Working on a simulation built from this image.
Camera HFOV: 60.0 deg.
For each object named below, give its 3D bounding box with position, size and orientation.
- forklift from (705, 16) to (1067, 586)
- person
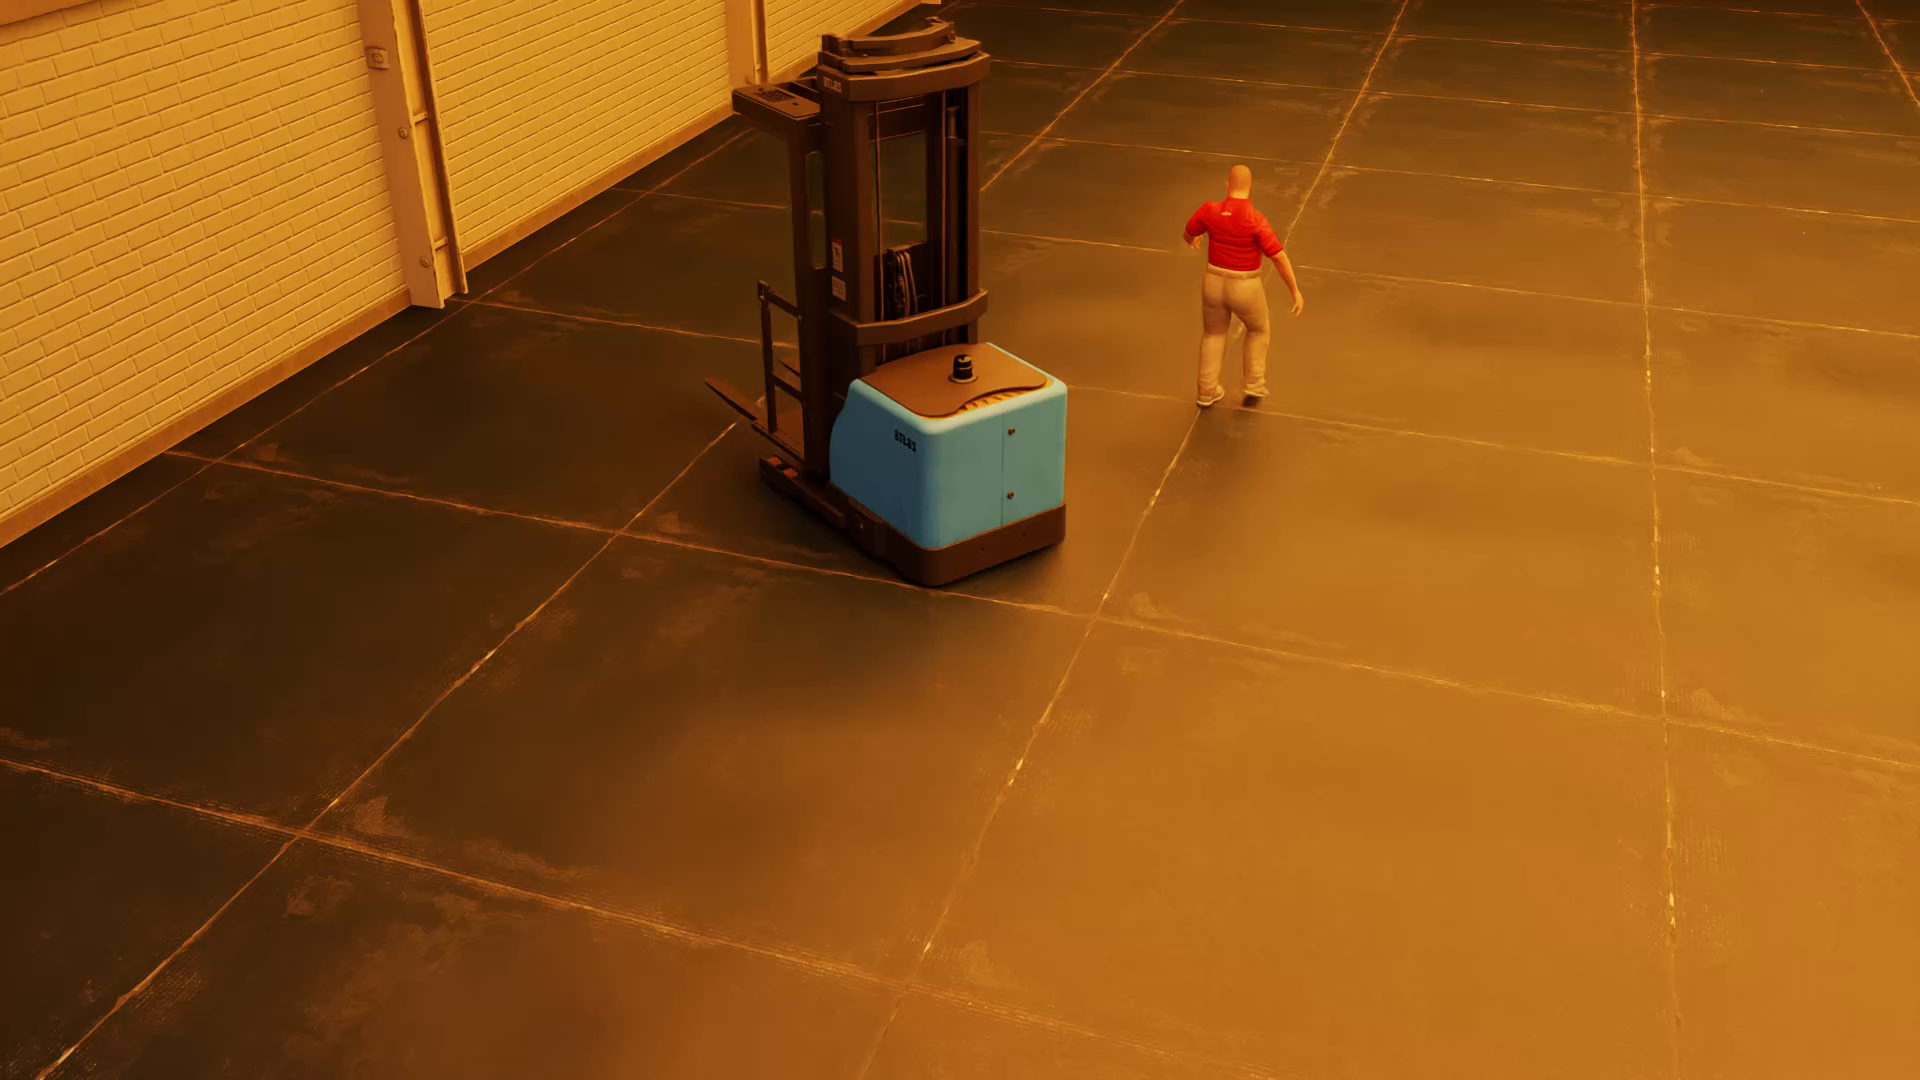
[{"bbox_3d":[-0.634,-1.688,10.097,1.130,2.935,3.031,-20,35,-30],"label":"forklift"},{"bbox_3d":[1.936,-1.737,11.492,0.991,1.766,0.578,19,35,29],"label":"person"}]
